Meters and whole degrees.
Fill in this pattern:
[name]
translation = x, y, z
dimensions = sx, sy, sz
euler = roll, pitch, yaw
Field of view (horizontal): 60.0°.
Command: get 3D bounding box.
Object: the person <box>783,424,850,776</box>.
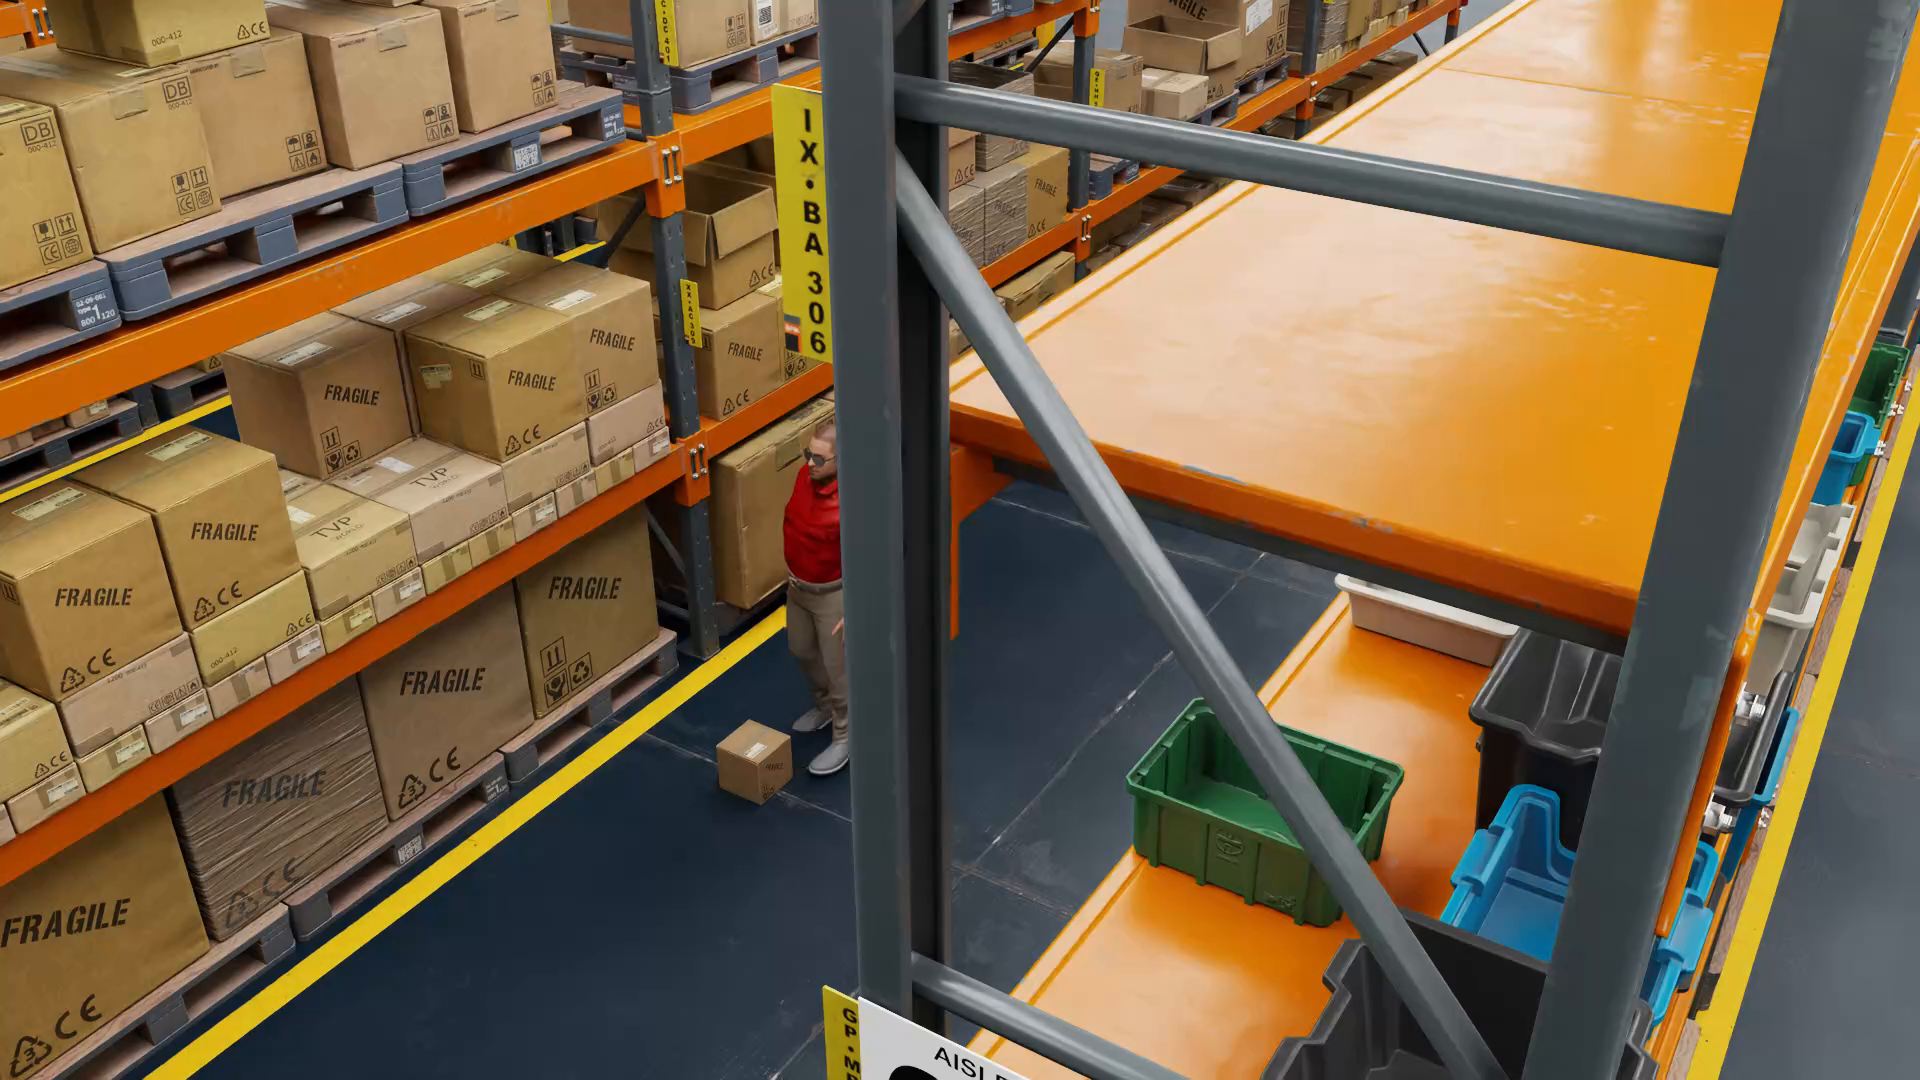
[person]
translation = -0.627, 0.283, 7.750
dimensions = 0.448, 1.793, 0.577
euler = -24, 38, -35
